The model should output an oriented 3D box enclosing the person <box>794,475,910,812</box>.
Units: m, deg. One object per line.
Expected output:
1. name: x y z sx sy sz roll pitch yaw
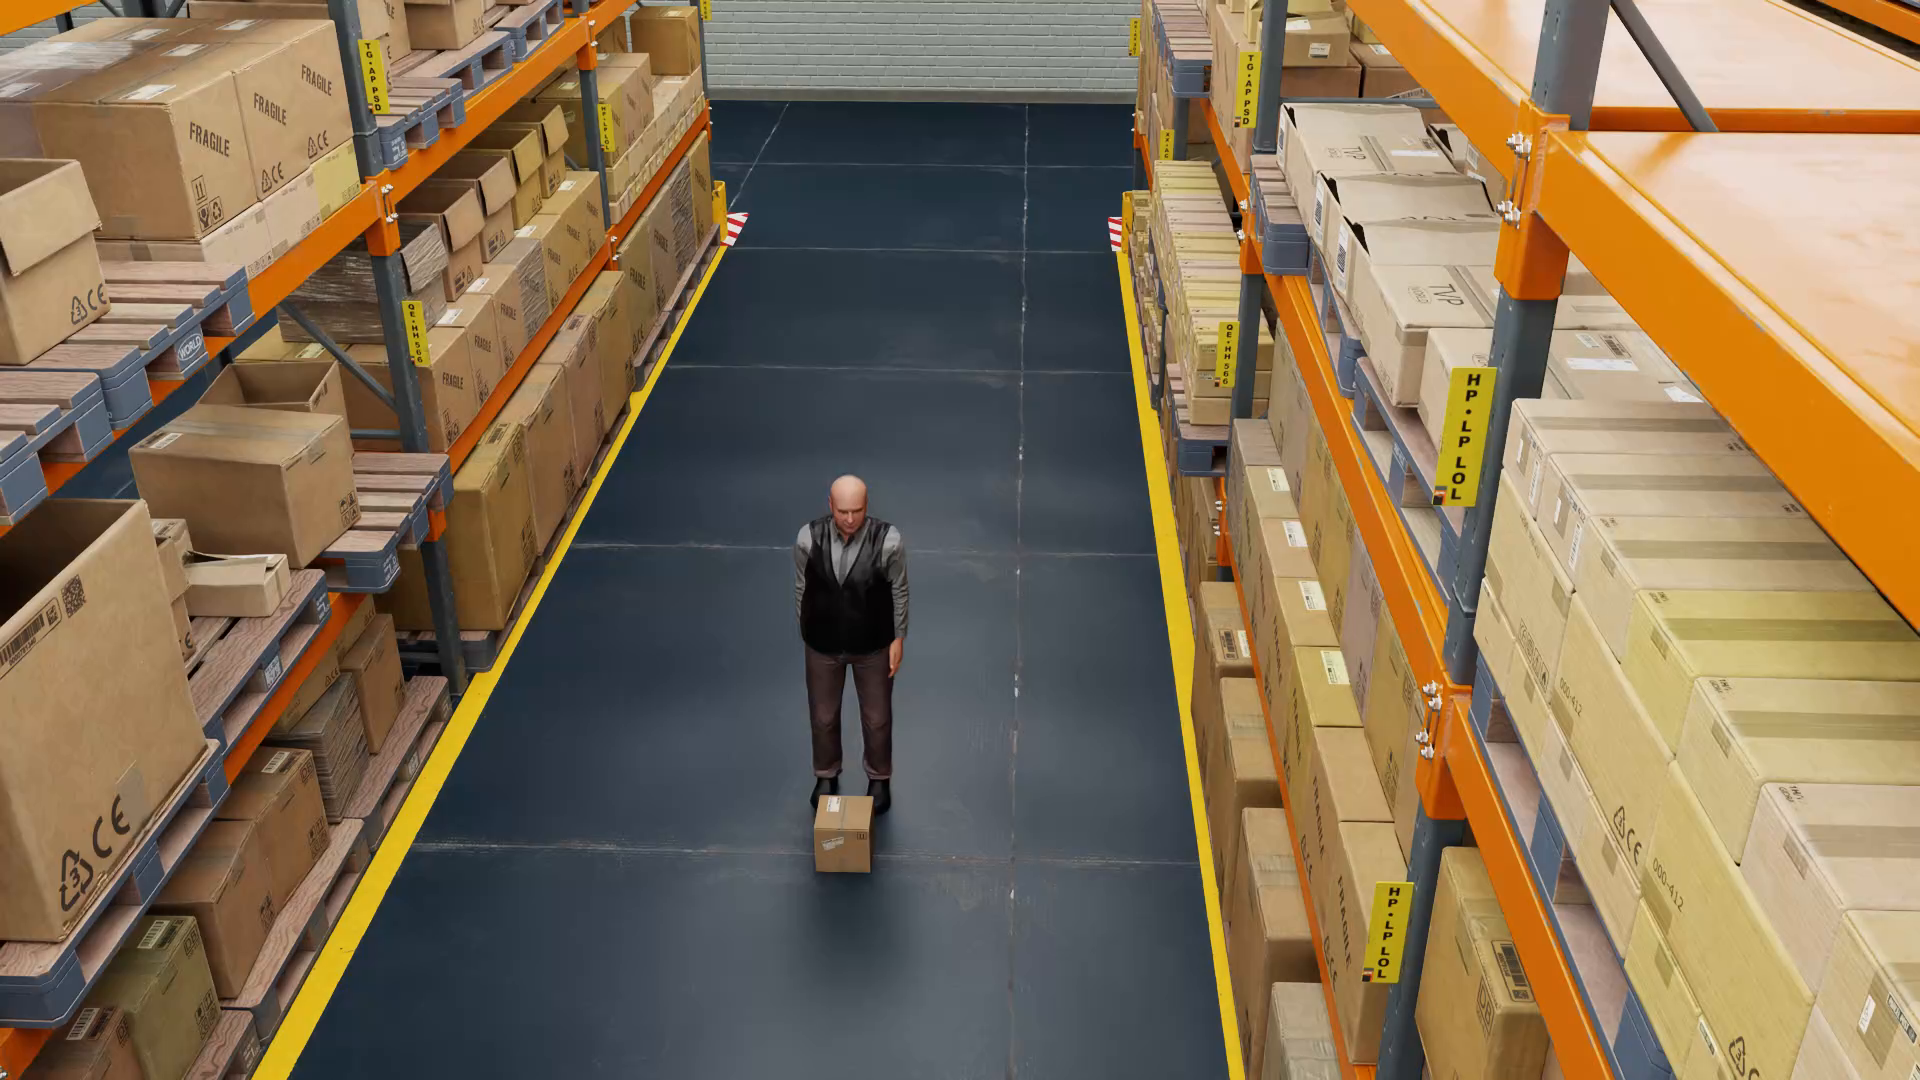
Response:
1. person: -0.496 0.483 7.742 0.533 1.714 0.358 1 28 3
